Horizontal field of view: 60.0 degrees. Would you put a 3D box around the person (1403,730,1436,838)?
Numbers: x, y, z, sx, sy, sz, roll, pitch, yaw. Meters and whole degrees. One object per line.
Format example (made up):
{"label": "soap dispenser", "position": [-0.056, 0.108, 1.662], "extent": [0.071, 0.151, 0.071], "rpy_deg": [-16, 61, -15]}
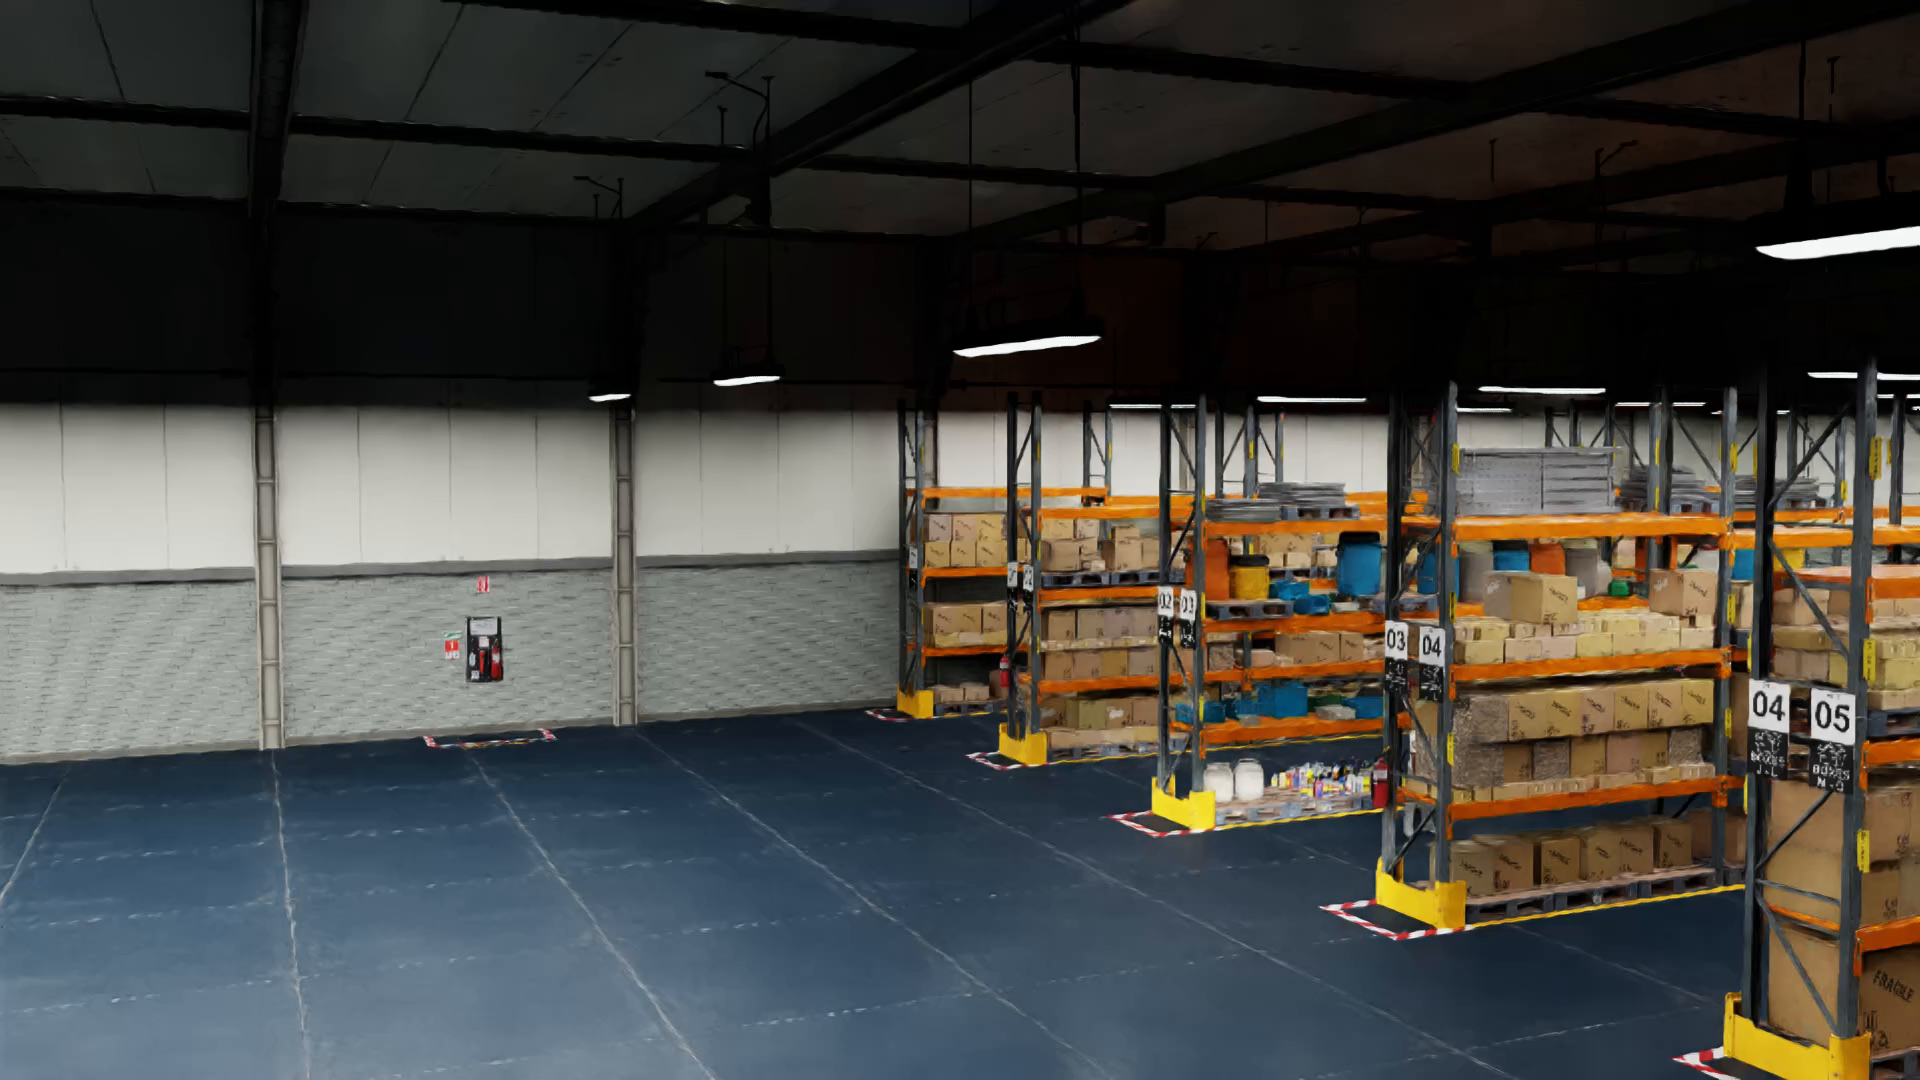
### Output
{"label": "person", "position": [6.076, 3.036, 21.793], "extent": [0.440, 1.681, 0.552], "rpy_deg": [3, 4, 39]}
